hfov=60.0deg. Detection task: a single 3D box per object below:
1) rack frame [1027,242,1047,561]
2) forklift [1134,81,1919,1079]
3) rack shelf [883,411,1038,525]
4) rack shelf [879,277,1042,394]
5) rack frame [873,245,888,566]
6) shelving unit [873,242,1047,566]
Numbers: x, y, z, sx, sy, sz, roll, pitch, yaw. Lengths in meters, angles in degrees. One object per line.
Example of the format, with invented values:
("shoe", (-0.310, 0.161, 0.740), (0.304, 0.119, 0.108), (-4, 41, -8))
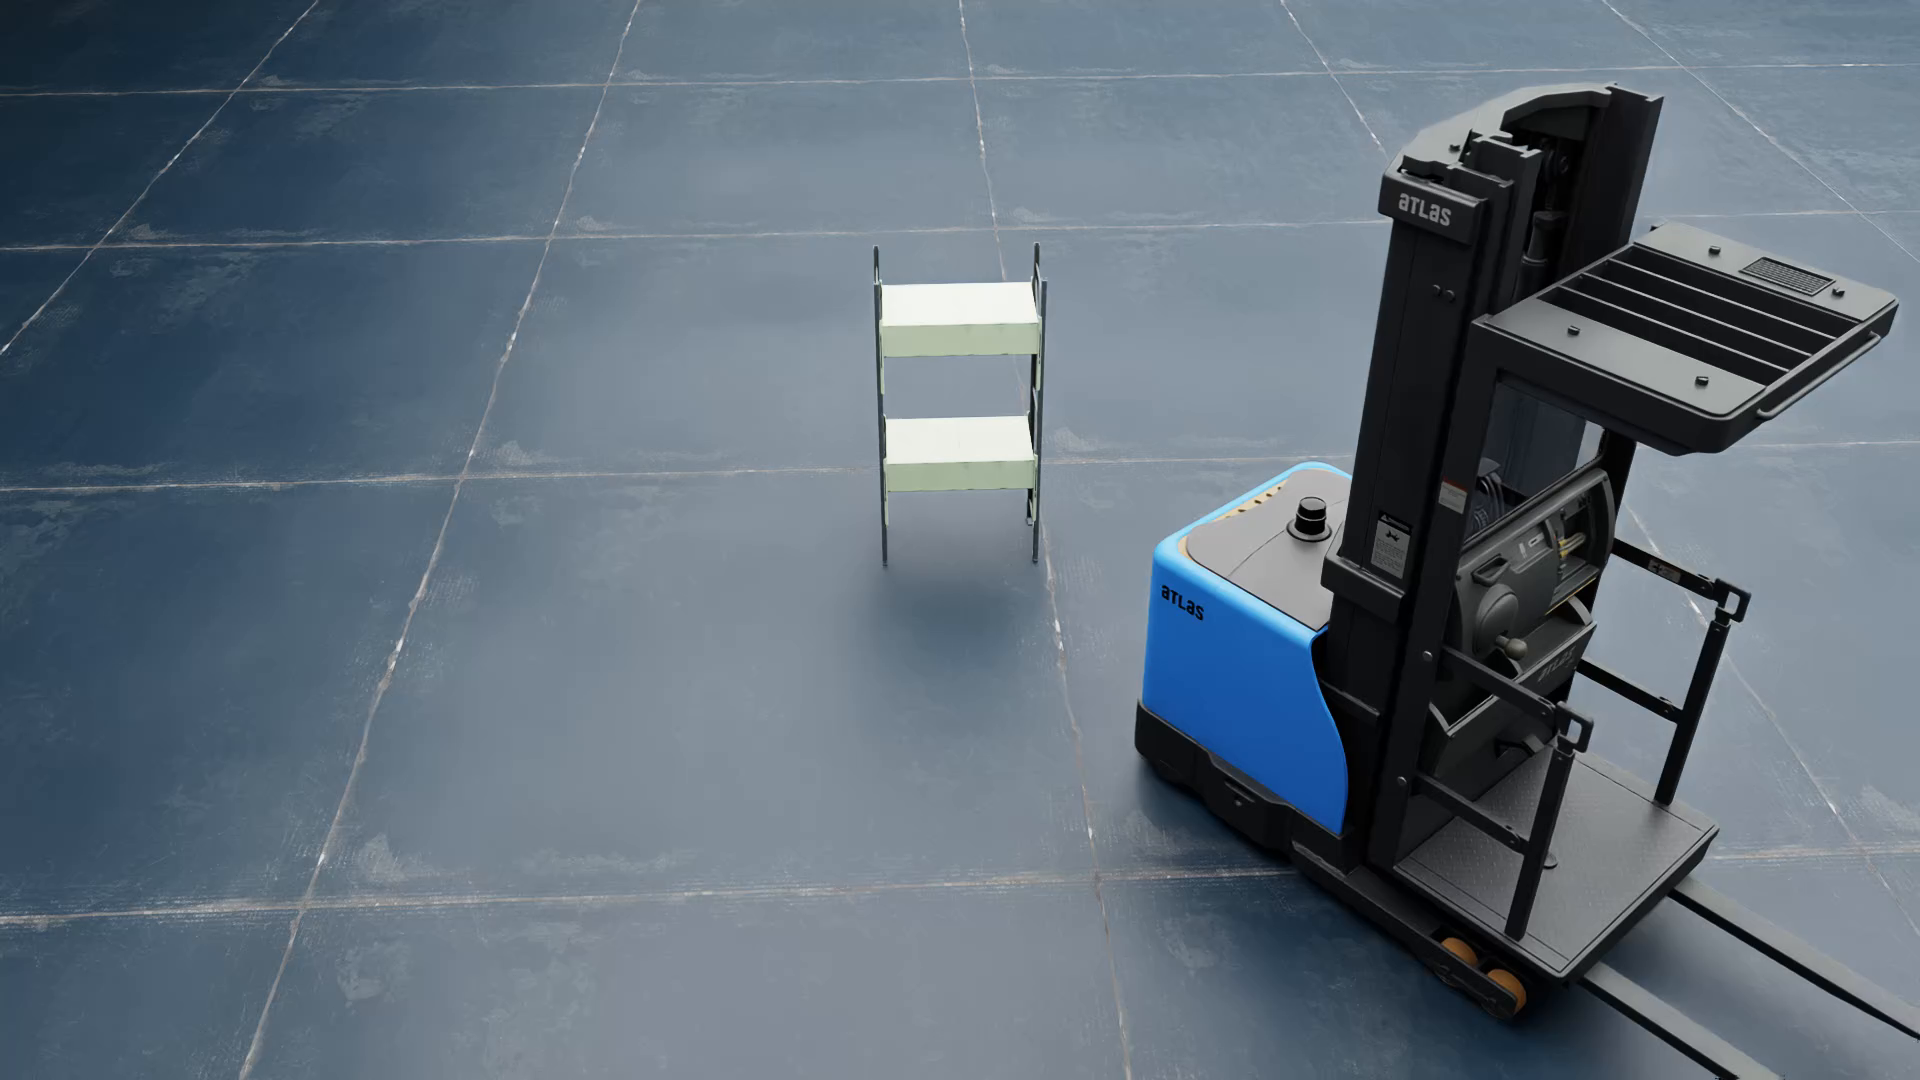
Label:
("rack frame", (0.359, -0.626, 7.837), (0.023, 1.500, 0.400), (-2, 35, -2))
("forklift", (2.080, 0.139, 5.474), (1.130, 2.935, 3.031), (-27, 43, -33))
("rack shelf", (-0.007, -0.348, 8.008), (0.720, 0.370, 0.431), (-2, 35, -2))
("rack shelf", (-0.007, -0.937, 7.601), (0.720, 0.370, 0.431), (-2, 35, -2))
("rack frame", (-0.372, -0.607, 7.809), (0.023, 1.500, 0.400), (-2, 35, -2))
("shelving unit", (-0.007, -0.617, 7.823), (0.755, 1.500, 0.431), (-2, 35, -2))
